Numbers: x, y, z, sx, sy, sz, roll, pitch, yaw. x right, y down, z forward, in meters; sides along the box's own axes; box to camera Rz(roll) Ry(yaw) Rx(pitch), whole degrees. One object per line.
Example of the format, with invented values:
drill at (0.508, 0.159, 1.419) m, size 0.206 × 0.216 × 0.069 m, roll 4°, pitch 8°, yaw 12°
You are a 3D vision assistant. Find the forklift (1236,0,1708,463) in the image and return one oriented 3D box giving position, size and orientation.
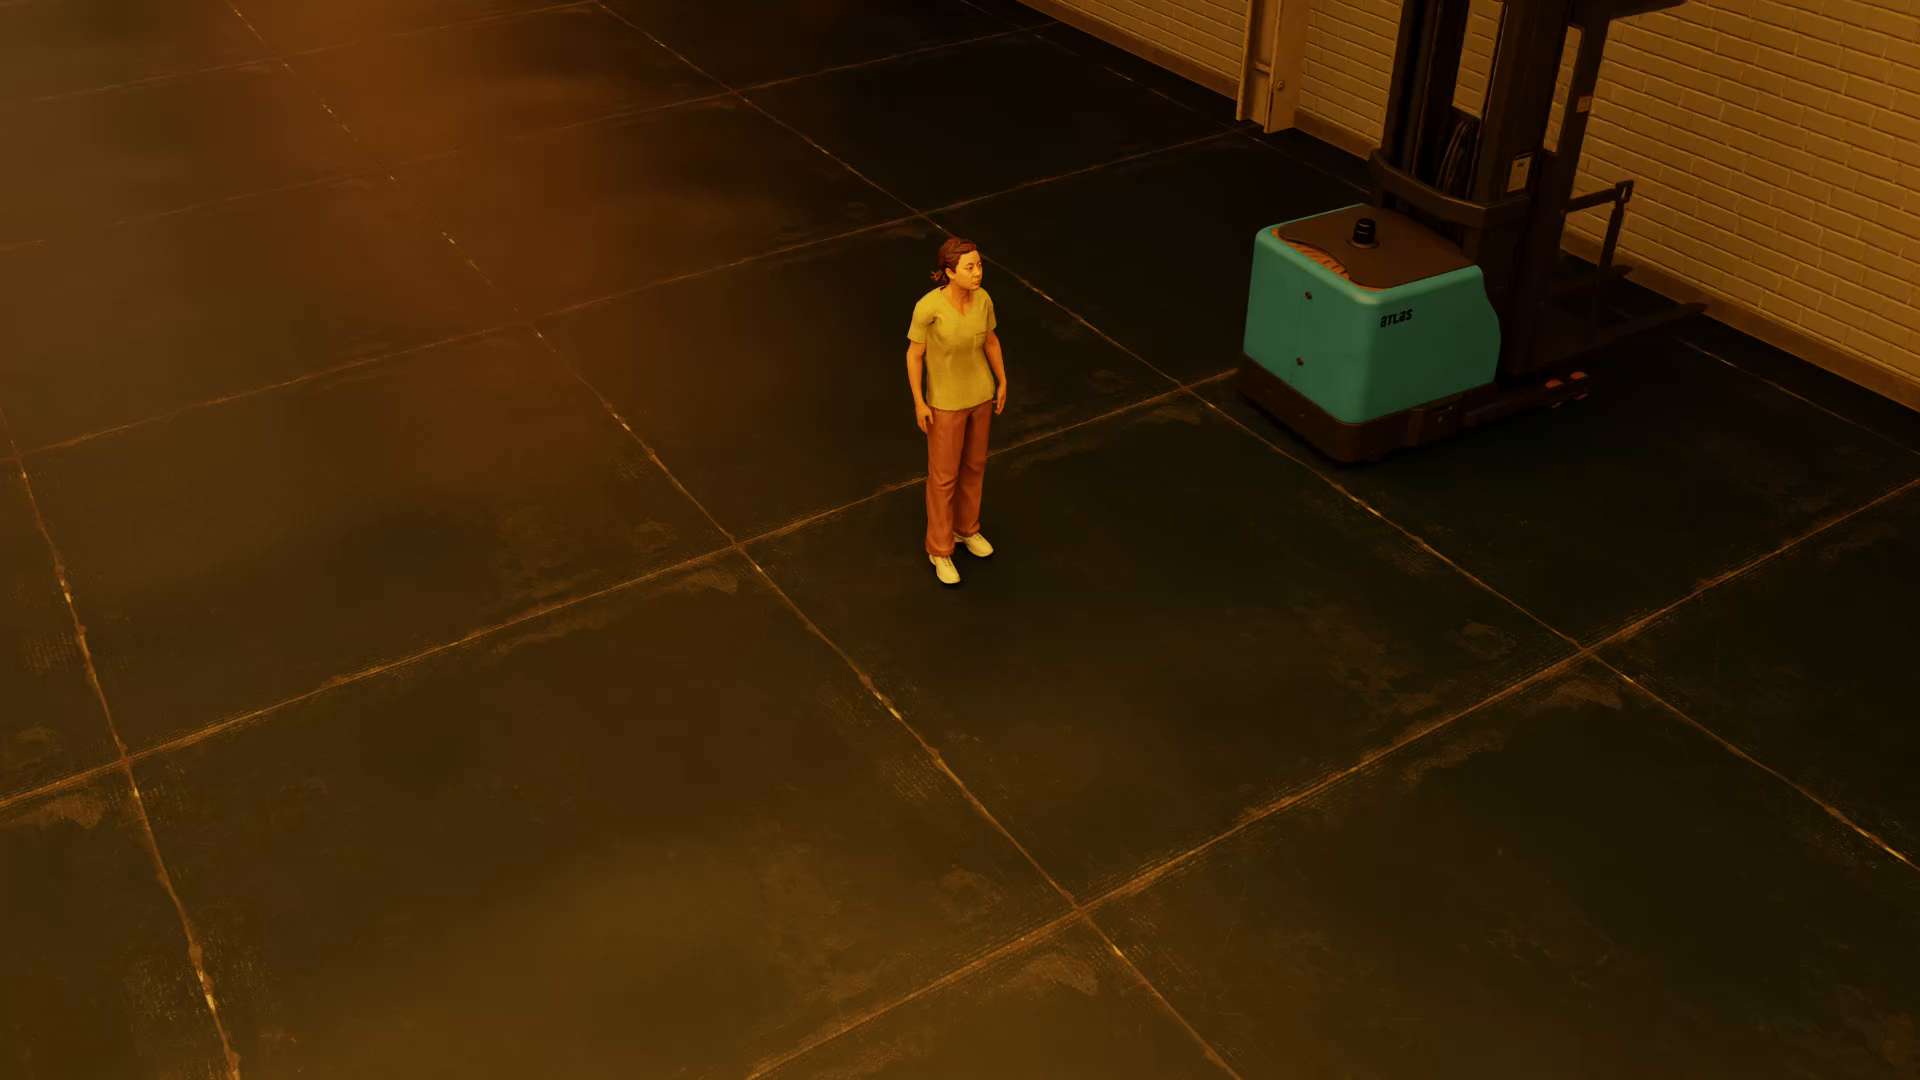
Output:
forklift at (3.183, -2.228, 9.318) m, size 3.031 × 2.935 × 1.130 m, roll -17°, pitch 39°, yaw -23°

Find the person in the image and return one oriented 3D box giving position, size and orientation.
person at (0.031, -0.652, 8.155) m, size 0.554 × 1.673 × 0.548 m, roll -21°, pitch 40°, yaw -27°
